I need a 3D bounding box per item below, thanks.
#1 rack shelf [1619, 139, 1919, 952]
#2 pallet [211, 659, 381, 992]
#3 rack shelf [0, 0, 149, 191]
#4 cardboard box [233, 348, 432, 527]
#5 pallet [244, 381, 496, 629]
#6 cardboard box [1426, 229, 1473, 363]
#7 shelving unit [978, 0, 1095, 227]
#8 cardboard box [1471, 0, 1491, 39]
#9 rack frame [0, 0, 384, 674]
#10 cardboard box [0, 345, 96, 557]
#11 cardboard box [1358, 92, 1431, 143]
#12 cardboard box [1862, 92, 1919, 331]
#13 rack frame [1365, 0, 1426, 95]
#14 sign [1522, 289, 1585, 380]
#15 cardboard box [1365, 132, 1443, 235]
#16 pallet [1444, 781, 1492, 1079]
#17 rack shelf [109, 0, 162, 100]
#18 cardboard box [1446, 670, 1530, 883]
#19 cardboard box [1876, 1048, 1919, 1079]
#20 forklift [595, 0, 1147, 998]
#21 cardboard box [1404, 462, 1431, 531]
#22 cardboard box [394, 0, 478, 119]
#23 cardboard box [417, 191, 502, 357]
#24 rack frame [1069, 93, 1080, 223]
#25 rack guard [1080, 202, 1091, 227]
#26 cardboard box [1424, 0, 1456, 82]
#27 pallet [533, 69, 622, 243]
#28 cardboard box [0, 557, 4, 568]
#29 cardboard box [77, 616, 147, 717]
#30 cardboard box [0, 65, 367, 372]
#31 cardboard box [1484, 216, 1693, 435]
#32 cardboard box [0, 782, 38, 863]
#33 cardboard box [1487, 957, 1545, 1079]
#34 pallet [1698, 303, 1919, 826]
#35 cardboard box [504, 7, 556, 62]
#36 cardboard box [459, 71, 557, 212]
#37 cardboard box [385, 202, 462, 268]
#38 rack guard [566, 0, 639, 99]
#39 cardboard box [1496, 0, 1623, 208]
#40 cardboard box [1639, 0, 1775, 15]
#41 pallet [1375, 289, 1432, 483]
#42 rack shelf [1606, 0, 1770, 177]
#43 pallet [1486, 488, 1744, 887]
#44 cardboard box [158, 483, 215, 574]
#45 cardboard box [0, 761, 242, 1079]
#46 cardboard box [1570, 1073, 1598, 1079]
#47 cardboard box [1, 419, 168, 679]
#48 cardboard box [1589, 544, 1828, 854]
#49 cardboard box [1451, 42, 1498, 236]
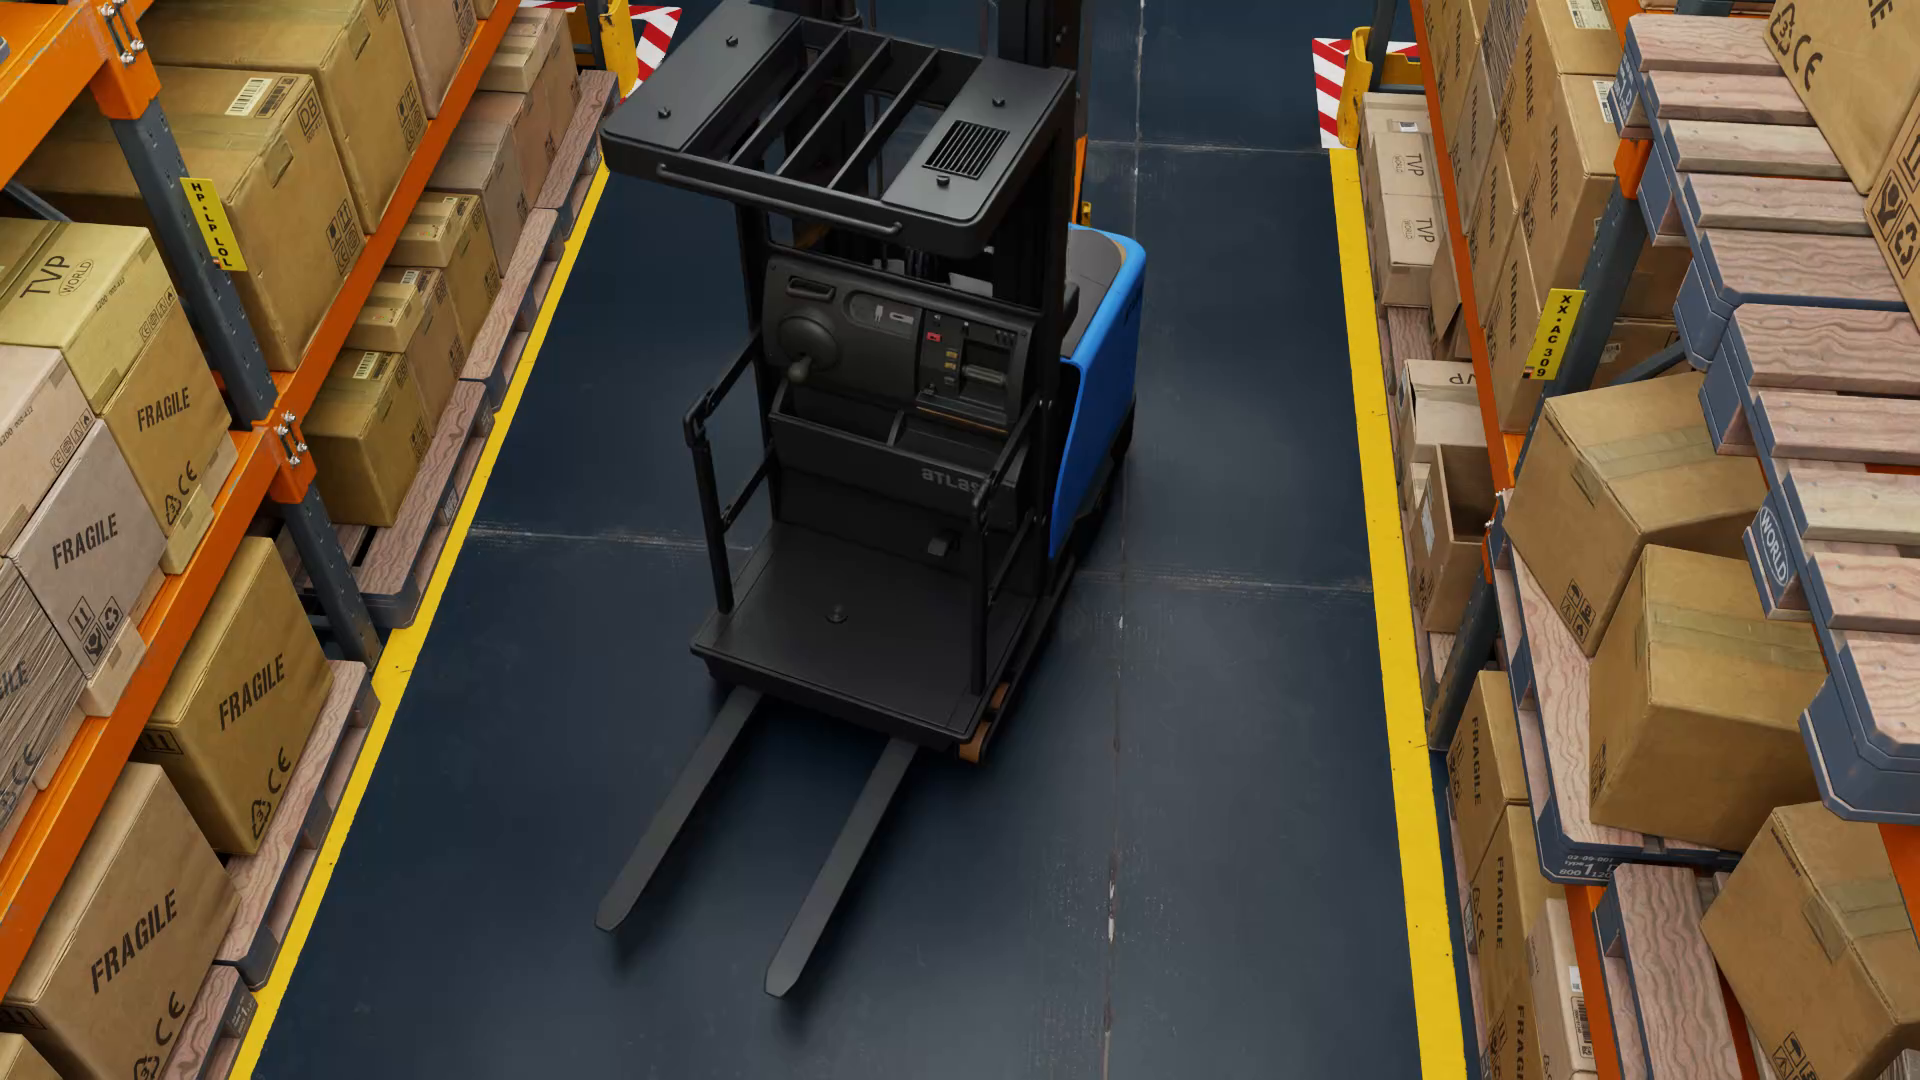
[{"bbox_3d":[2.031,0.447,2.789,1.077,0.370,4.000,4,48,4],"label":"rack shelf"},{"bbox_3d":[-2.715,0.930,5.782,1.003,0.211,1.213,4,48,4],"label":"pallet"},{"bbox_3d":[-2.902,0.117,3.091,1.077,0.370,4.000,4,48,4],"label":"rack shelf"},{"bbox_3d":[-2.550,-0.424,6.540,0.700,0.500,0.500,4,48,4],"label":"cardboard box"},{"bbox_3d":[-2.573,-0.196,6.812,1.003,0.211,1.213,4,48,4],"label":"pallet"},{"bbox_3d":[2.379,-0.940,6.996,0.797,0.503,0.637,4,48,4],"label":"cardboard box"},{"bbox_3d":[0.267,-1.573,7.198,0.587,1.500,1.083,5,48,5],"label":"shelving unit"},{"bbox_3d":[2.139,-2.130,5.946,0.500,0.500,0.500,3,48,3],"label":"cardboard box"},{"bbox_3d":[-2.720,-0.583,5.277,1.000,3.000,0.127,4,48,4],"label":"rack frame"},{"bbox_3d":[-2.564,-0.242,4.173,0.500,0.250,0.500,5,48,4],"label":"cardboard box"},{"bbox_3d":[2.197,-2.094,8.292,0.380,0.149,0.250,4,48,4],"label":"cardboard box"},{"bbox_3d":[2.056,-0.617,2.854,0.600,0.600,0.600,3,48,3],"label":"cardboard box"},{"bbox_3d":[2.578,-3.192,7.663,1.000,3.000,0.127,4,48,4],"label":"rack frame"},{"bbox_3d":[1.672,-0.576,4.683,0.100,0.325,0.005,4,48,4],"label":"sign"},{"bbox_3d":[2.200,-1.665,7.831,0.500,0.250,0.500,4,48,4],"label":"cardboard box"},{"bbox_3d":[2.177,1.289,5.454,1.003,0.211,1.213,4,48,4],"label":"pallet"},{"bbox_3d":[-2.538,-2.822,5.779,1.077,0.370,4.000,4,48,4],"label":"rack shelf"},{"bbox_3d":[1.927,0.781,5.424,0.500,0.500,0.500,2,48,2],"label":"cardboard box"},{"bbox_3d":[2.067,1.381,3.127,0.700,0.500,0.500,12,49,11],"label":"cardboard box"},{"bbox_3d":[-0.294,-0.541,5.284,1.130,2.935,3.031,17,50,15],"label":"forklift"},{"bbox_3d":[1.957,-0.157,6.520,0.380,0.149,0.250,4,48,4],"label":"cardboard box"},{"bbox_3d":[-2.526,-2.153,6.509,0.980,0.700,0.700,2,48,2],"label":"cardboard box"},{"bbox_3d":[-2.452,-1.170,7.223,0.700,0.500,0.500,5,48,4],"label":"cardboard box"},{"bbox_3d":[0.205,-1.194,6.851,0.500,1.500,0.032,5,48,5],"label":"rack frame"},{"bbox_3d":[0.328,-1.516,7.993,0.587,0.250,0.087,5,48,5],"label":"rack guard"},{"bbox_3d":[2.184,-2.169,6.660,0.500,0.500,0.500,4,48,3],"label":"cardboard box"},{"bbox_3d":[-2.350,-1.989,8.452,1.003,0.211,1.213,4,48,4],"label":"pallet"},{"bbox_3d":[-2.611,0.133,3.830,0.500,0.250,0.500,5,48,4],"label":"cardboard box"},{"bbox_3d":[-2.502,0.335,4.594,0.380,0.149,0.250,4,48,4],"label":"cardboard box"},{"bbox_3d":[-2.654,-1.082,5.529,0.980,0.700,0.700,5,48,4],"label":"cardboard box"},{"bbox_3d":[2.003,-0.671,5.289,0.500,0.500,0.500,5,48,4],"label":"cardboard box"},{"bbox_3d":[-2.628,0.693,4.266,0.380,0.149,0.250,3,48,2],"label":"cardboard box"},{"bbox_3d":[1.836,1.541,4.730,0.500,0.500,0.500,4,48,4],"label":"cardboard box"},{"bbox_3d":[1.993,0.035,2.806,1.213,0.211,1.003,4,48,4],"label":"pallet"},{"bbox_3d":[-2.150,-2.412,7.919,0.380,0.149,0.250,3,48,3],"label":"cardboard box"},{"bbox_3d":[-2.365,-1.932,7.919,0.700,0.500,0.500,4,48,3],"label":"cardboard box"},{"bbox_3d":[-2.290,-1.266,6.871,0.380,0.149,0.250,3,48,2],"label":"cardboard box"},{"bbox_3d":[-2.353,-2.697,8.903,1.175,0.500,0.348,4,48,4],"label":"rack guard"},{"bbox_3d":[2.046,-1.390,5.269,0.500,0.500,0.500,3,48,3],"label":"cardboard box"},{"bbox_3d":[1.993,-1.590,4.266,0.500,0.250,0.500,4,48,4],"label":"cardboard box"},{"bbox_3d":[2.385,-0.715,7.287,1.003,0.211,1.213,4,48,4],"label":"pallet"},{"bbox_3d":[2.396,-2.492,5.477,1.077,0.370,4.000,4,48,4],"label":"rack shelf"},{"bbox_3d":[2.032,0.392,4.515,1.003,0.211,1.213,4,48,4],"label":"pallet"},{"bbox_3d":[-2.468,-0.051,4.946,0.380,0.149,0.250,5,48,4],"label":"cardboard box"},{"bbox_3d":[-2.728,1.140,4.872,0.750,0.750,0.750,5,48,5],"label":"cardboard box"},{"bbox_3d":[1.790,1.632,4.138,0.500,0.250,0.500,3,48,3],"label":"cardboard box"},{"bbox_3d":[-2.548,0.008,4.453,0.500,0.500,0.500,4,48,4],"label":"cardboard box"},{"bbox_3d":[1.948,0.414,4.012,0.700,0.500,0.500,11,48,10],"label":"cardboard box"},{"bbox_3d":[2.093,-1.428,5.981,0.500,0.500,0.500,5,48,4],"label":"cardboard box"}]
